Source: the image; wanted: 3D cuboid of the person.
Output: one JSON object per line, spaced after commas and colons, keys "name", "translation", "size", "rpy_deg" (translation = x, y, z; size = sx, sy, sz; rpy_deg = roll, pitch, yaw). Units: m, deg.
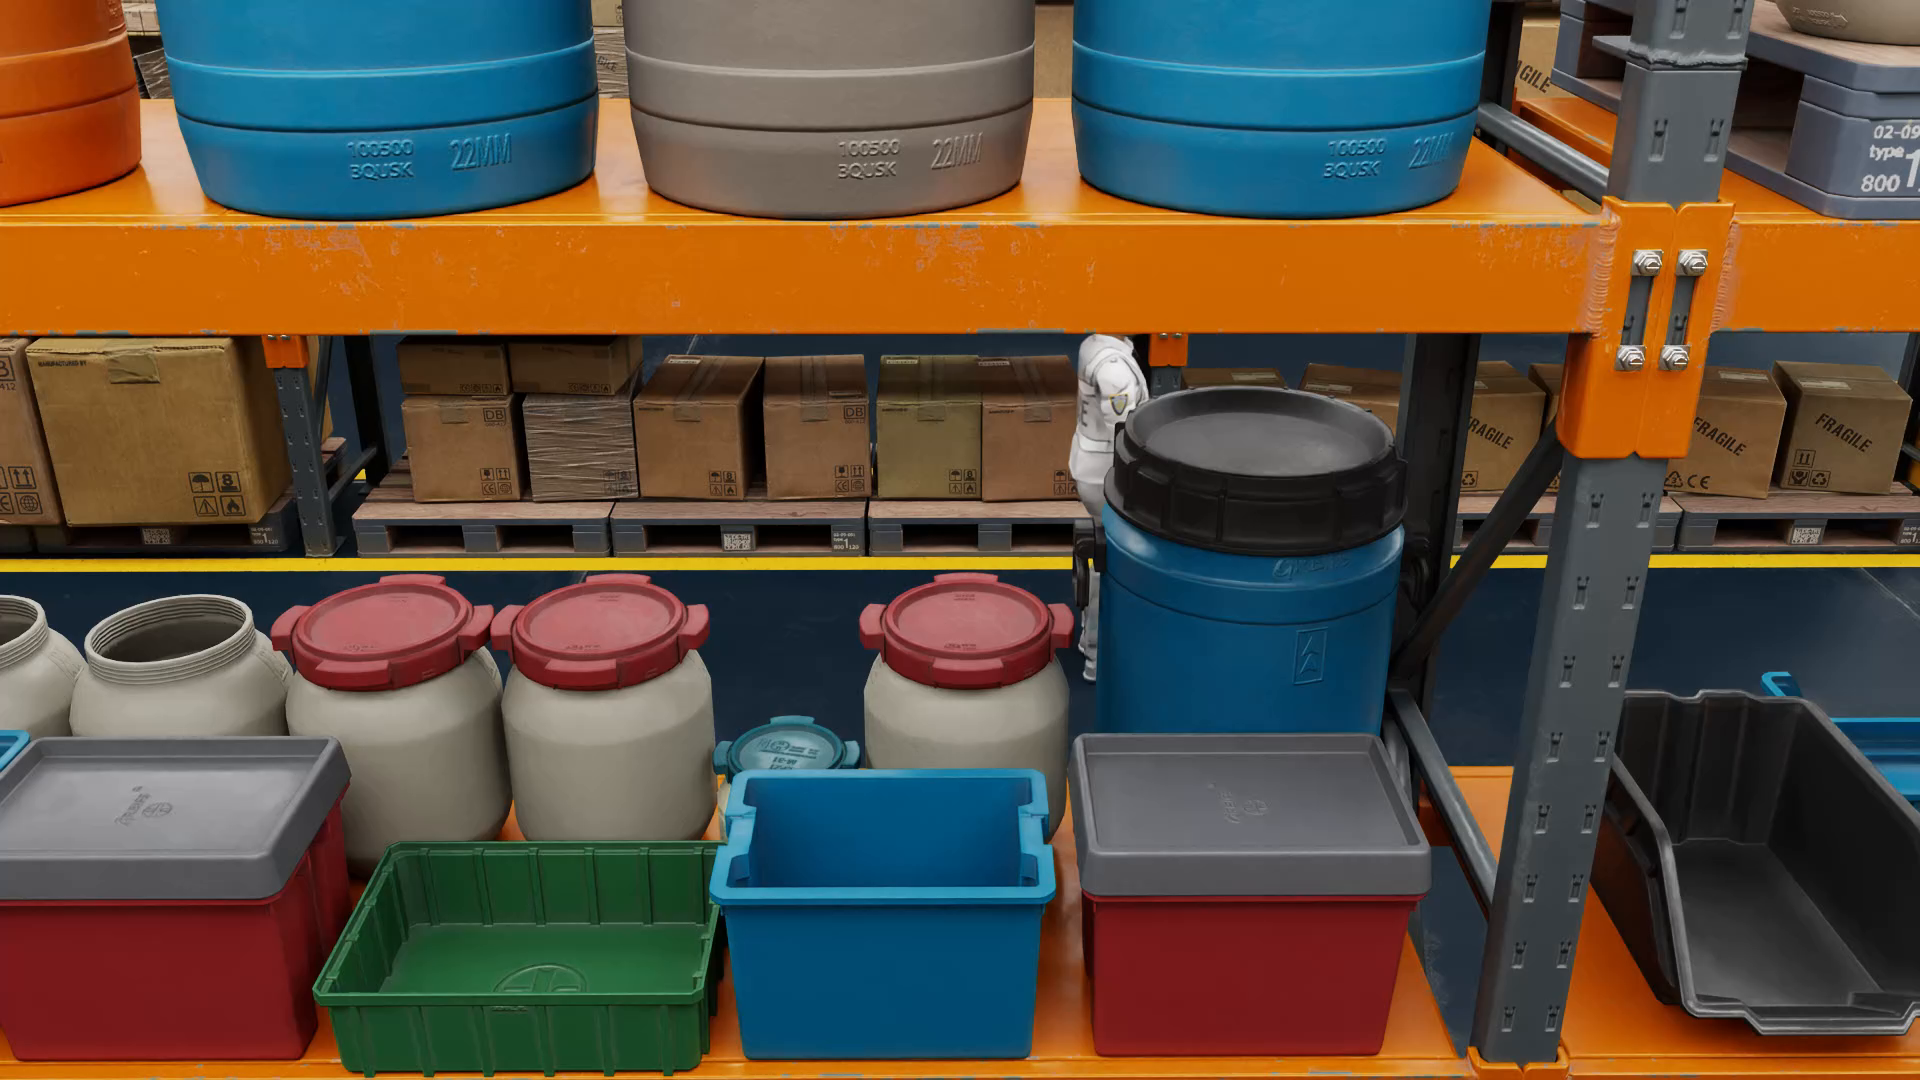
{"name": "person", "translation": [0.667, -0.253, 6.627], "size": [0.464, 1.690, 0.494], "rpy_deg": [0, 24, -1]}
